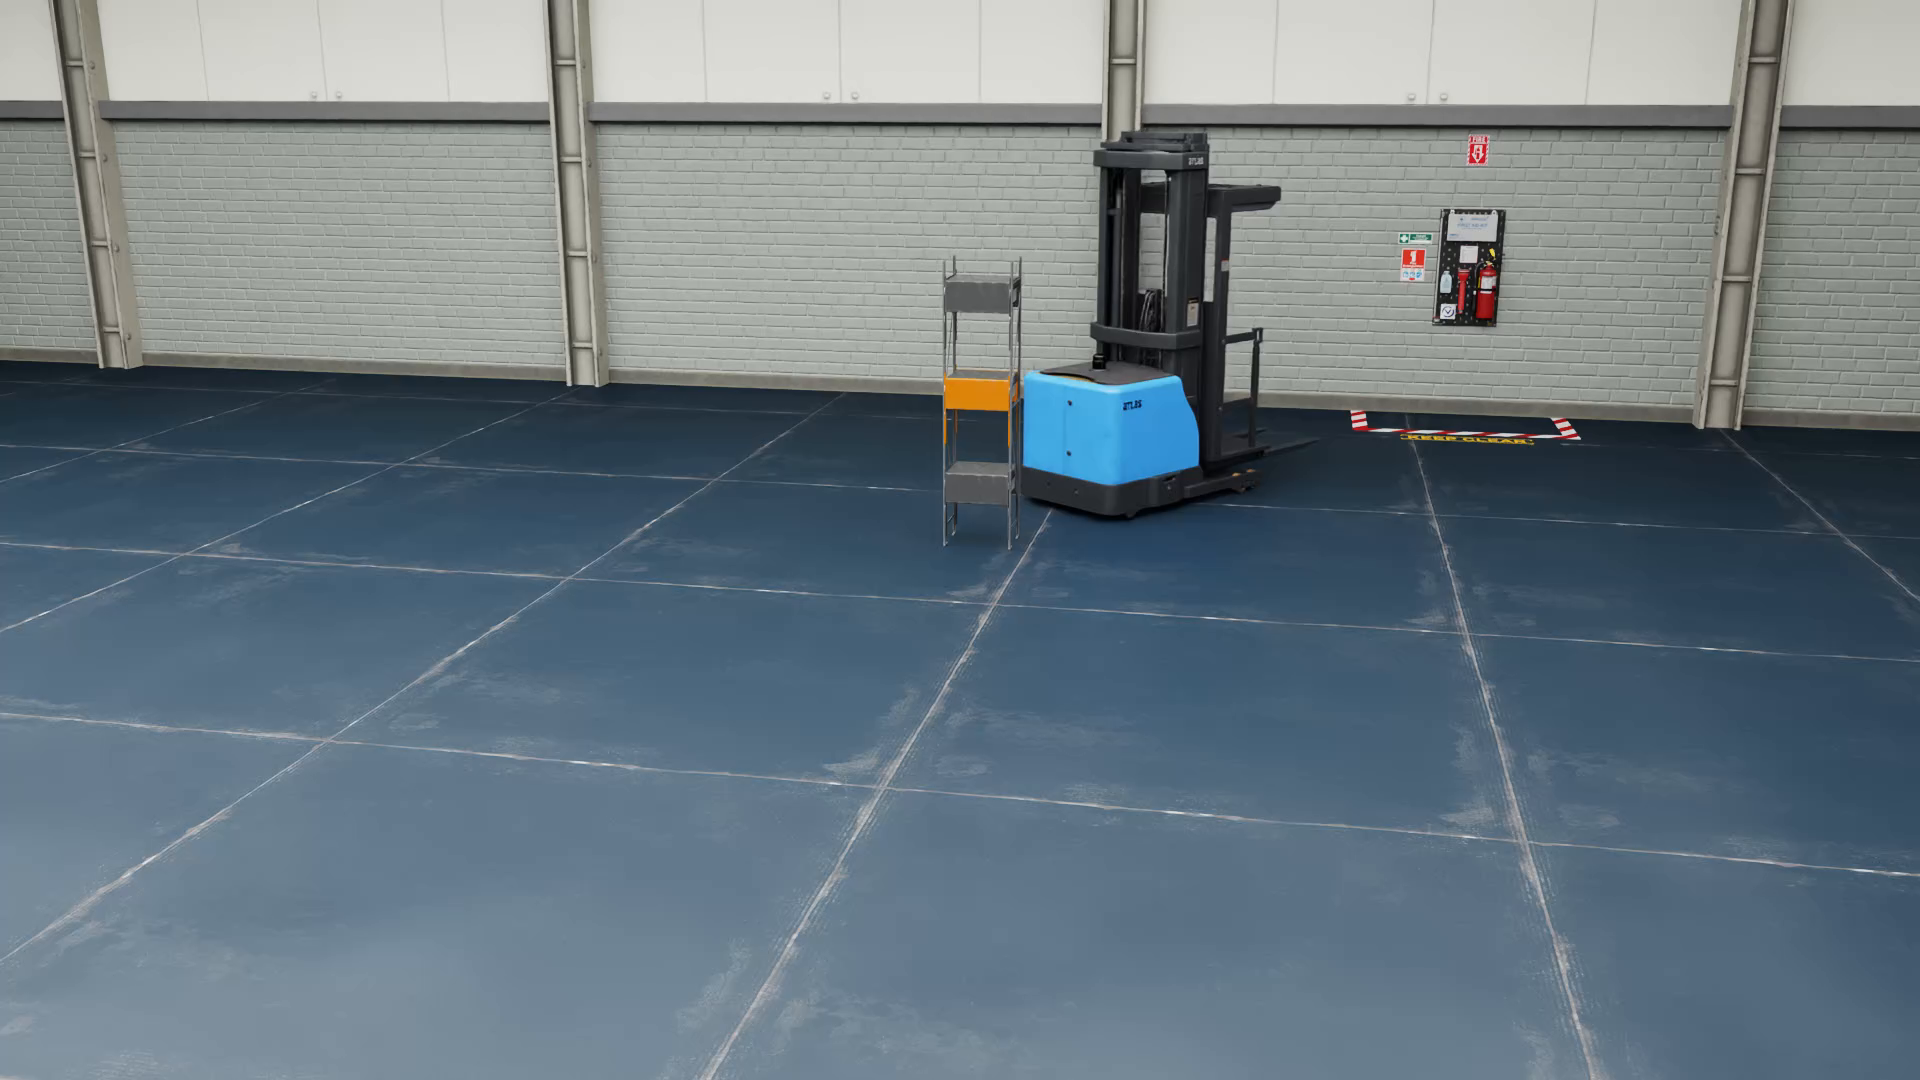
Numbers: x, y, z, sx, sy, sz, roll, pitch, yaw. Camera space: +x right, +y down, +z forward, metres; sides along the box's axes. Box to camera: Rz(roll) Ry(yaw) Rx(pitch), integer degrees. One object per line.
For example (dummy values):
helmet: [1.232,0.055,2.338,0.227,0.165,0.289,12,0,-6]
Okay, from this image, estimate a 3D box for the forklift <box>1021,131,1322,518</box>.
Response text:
forklift: [1.922,-1.898,13.855,3.031,2.935,1.130,-14,21,-41]

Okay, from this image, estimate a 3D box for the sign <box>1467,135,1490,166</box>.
sign: [5.137,-3.865,16.485,0.199,0.298,0.001,3,16,11]

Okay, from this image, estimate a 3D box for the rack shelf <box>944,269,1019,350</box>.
rack shelf: [0.162,-1.665,11.997,0.480,0.518,0.431,3,16,11]

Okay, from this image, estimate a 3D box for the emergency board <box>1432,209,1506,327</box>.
emergency board: [5.125,-2.722,16.699,0.643,1.169,0.194,3,16,11]

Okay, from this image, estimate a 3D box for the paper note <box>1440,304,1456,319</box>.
paper note: [4.965,-2.325,16.915,0.142,0.148,0.016,3,16,11]

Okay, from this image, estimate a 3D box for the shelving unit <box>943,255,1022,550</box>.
shelving unit: [0.162,-1.003,12.180,0.503,2.100,0.431,3,16,11]

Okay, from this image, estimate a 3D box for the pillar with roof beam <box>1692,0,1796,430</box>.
pillar with roof beam: [6.681,-4.345,11.322,0.400,9.000,9.100,3,16,11]

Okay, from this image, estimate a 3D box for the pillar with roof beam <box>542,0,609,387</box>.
pillar with roof beam: [-5.078,-4.984,13.626,0.400,9.000,9.100,3,16,11]

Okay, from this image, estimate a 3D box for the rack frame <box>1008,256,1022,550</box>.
rack frame: [0.401,-0.990,12.133,0.015,2.100,0.400,3,16,11]

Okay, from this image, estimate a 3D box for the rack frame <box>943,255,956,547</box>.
rack frame: [-0.077,-1.016,12.227,0.015,2.100,0.400,3,16,11]

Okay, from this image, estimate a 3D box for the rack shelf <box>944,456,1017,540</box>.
rack shelf: [0.162,-0.315,12.370,0.480,0.518,0.431,3,16,11]

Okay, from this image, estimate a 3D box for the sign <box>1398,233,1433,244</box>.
sign: [4.606,-3.048,16.817,0.331,0.109,0.001,3,16,11]

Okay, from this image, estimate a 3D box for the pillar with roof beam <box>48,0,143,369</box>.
pillar with roof beam: [-10.958,-5.303,14.778,0.400,9.000,9.100,3,16,11]

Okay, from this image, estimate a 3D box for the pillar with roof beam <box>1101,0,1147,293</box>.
pillar with roof beam: [0.801,-4.664,12.474,0.400,9.000,9.100,3,16,11]

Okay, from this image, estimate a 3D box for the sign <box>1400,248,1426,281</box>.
sign: [4.604,-2.795,16.897,0.234,0.329,0.001,3,16,11]

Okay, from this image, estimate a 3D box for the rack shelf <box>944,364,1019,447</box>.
rack shelf: [0.162,-0.990,12.184,0.480,0.518,0.431,3,16,11]
